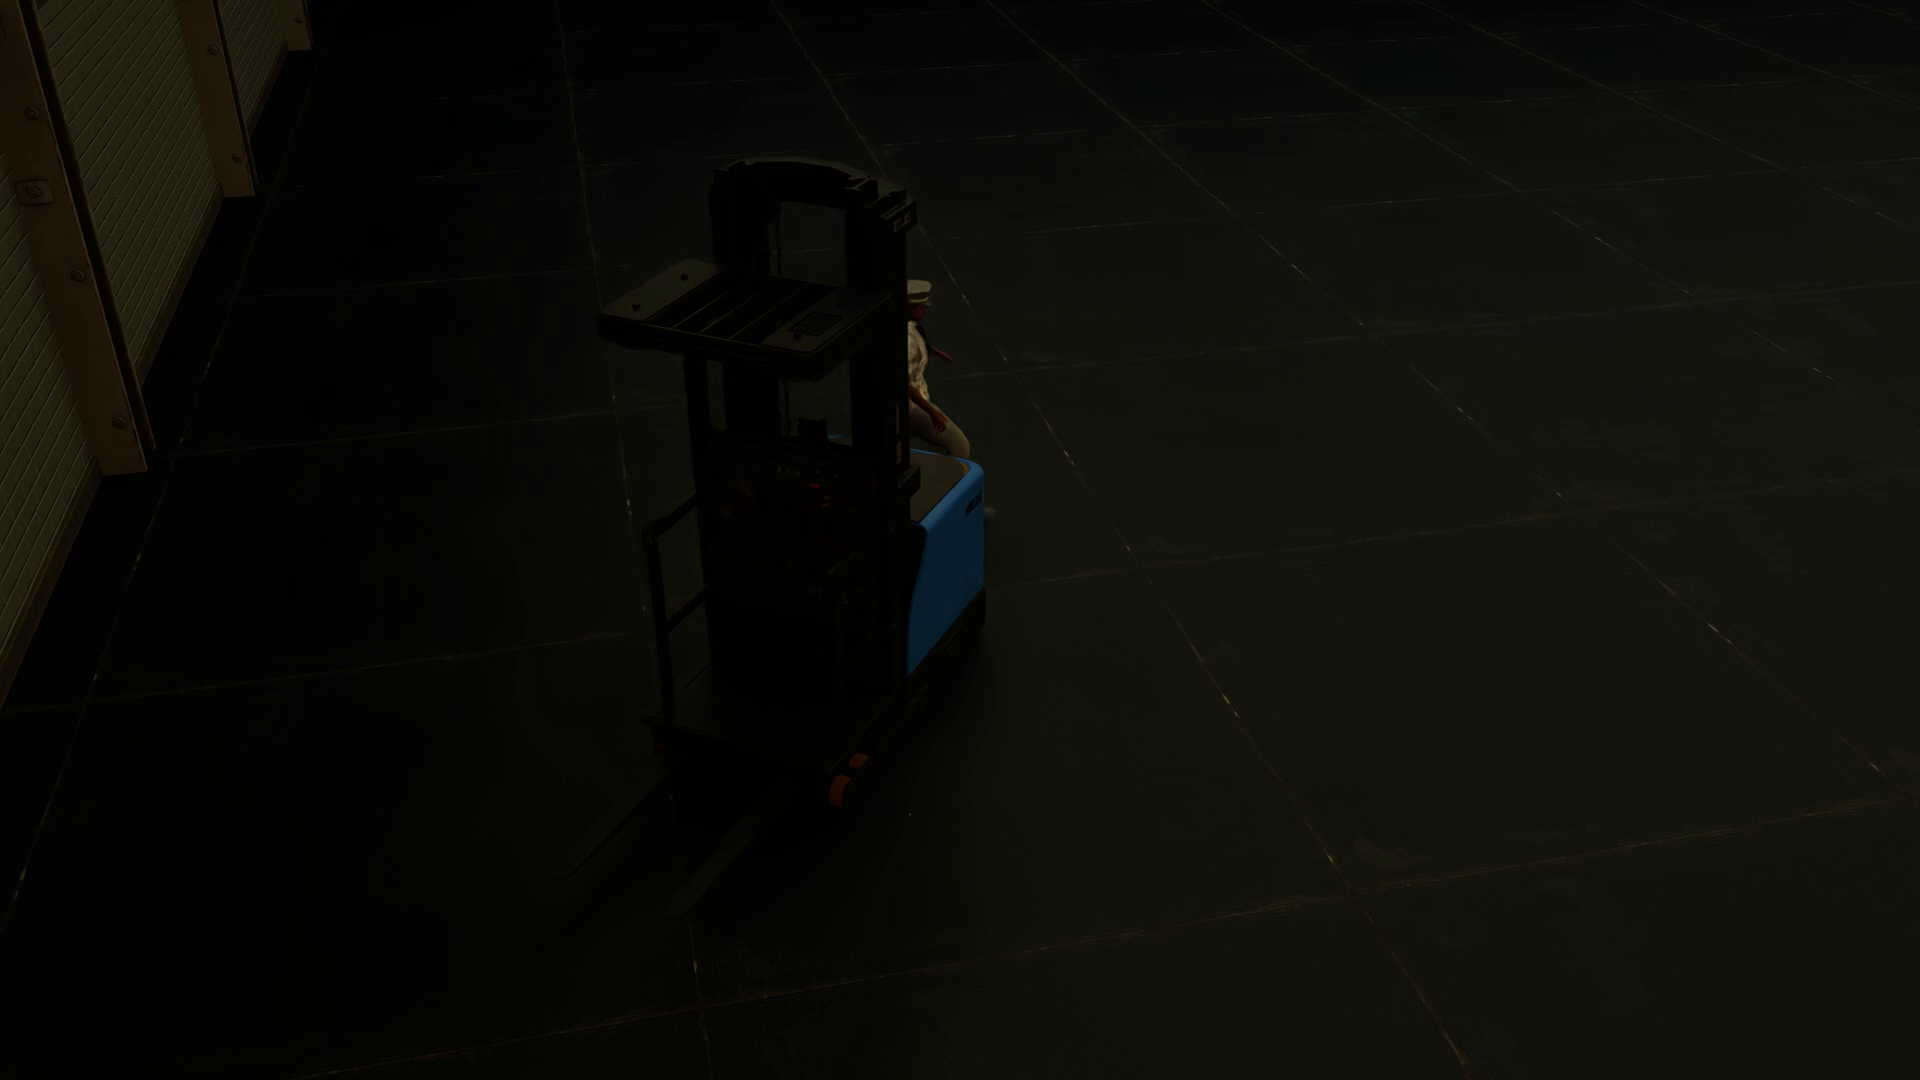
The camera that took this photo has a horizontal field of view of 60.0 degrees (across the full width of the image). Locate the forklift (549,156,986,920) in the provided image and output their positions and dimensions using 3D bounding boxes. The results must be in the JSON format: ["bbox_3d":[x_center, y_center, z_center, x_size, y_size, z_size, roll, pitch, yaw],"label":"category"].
[{"bbox_3d":[-0.917,-0.189,7.901,1.130,2.935,3.031,13,32,21],"label":"forklift"}]

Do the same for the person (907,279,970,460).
[{"bbox_3d":[-0.278,-0.935,10.662,0.777,1.532,0.906,-2,30,-3],"label":"person"}]
